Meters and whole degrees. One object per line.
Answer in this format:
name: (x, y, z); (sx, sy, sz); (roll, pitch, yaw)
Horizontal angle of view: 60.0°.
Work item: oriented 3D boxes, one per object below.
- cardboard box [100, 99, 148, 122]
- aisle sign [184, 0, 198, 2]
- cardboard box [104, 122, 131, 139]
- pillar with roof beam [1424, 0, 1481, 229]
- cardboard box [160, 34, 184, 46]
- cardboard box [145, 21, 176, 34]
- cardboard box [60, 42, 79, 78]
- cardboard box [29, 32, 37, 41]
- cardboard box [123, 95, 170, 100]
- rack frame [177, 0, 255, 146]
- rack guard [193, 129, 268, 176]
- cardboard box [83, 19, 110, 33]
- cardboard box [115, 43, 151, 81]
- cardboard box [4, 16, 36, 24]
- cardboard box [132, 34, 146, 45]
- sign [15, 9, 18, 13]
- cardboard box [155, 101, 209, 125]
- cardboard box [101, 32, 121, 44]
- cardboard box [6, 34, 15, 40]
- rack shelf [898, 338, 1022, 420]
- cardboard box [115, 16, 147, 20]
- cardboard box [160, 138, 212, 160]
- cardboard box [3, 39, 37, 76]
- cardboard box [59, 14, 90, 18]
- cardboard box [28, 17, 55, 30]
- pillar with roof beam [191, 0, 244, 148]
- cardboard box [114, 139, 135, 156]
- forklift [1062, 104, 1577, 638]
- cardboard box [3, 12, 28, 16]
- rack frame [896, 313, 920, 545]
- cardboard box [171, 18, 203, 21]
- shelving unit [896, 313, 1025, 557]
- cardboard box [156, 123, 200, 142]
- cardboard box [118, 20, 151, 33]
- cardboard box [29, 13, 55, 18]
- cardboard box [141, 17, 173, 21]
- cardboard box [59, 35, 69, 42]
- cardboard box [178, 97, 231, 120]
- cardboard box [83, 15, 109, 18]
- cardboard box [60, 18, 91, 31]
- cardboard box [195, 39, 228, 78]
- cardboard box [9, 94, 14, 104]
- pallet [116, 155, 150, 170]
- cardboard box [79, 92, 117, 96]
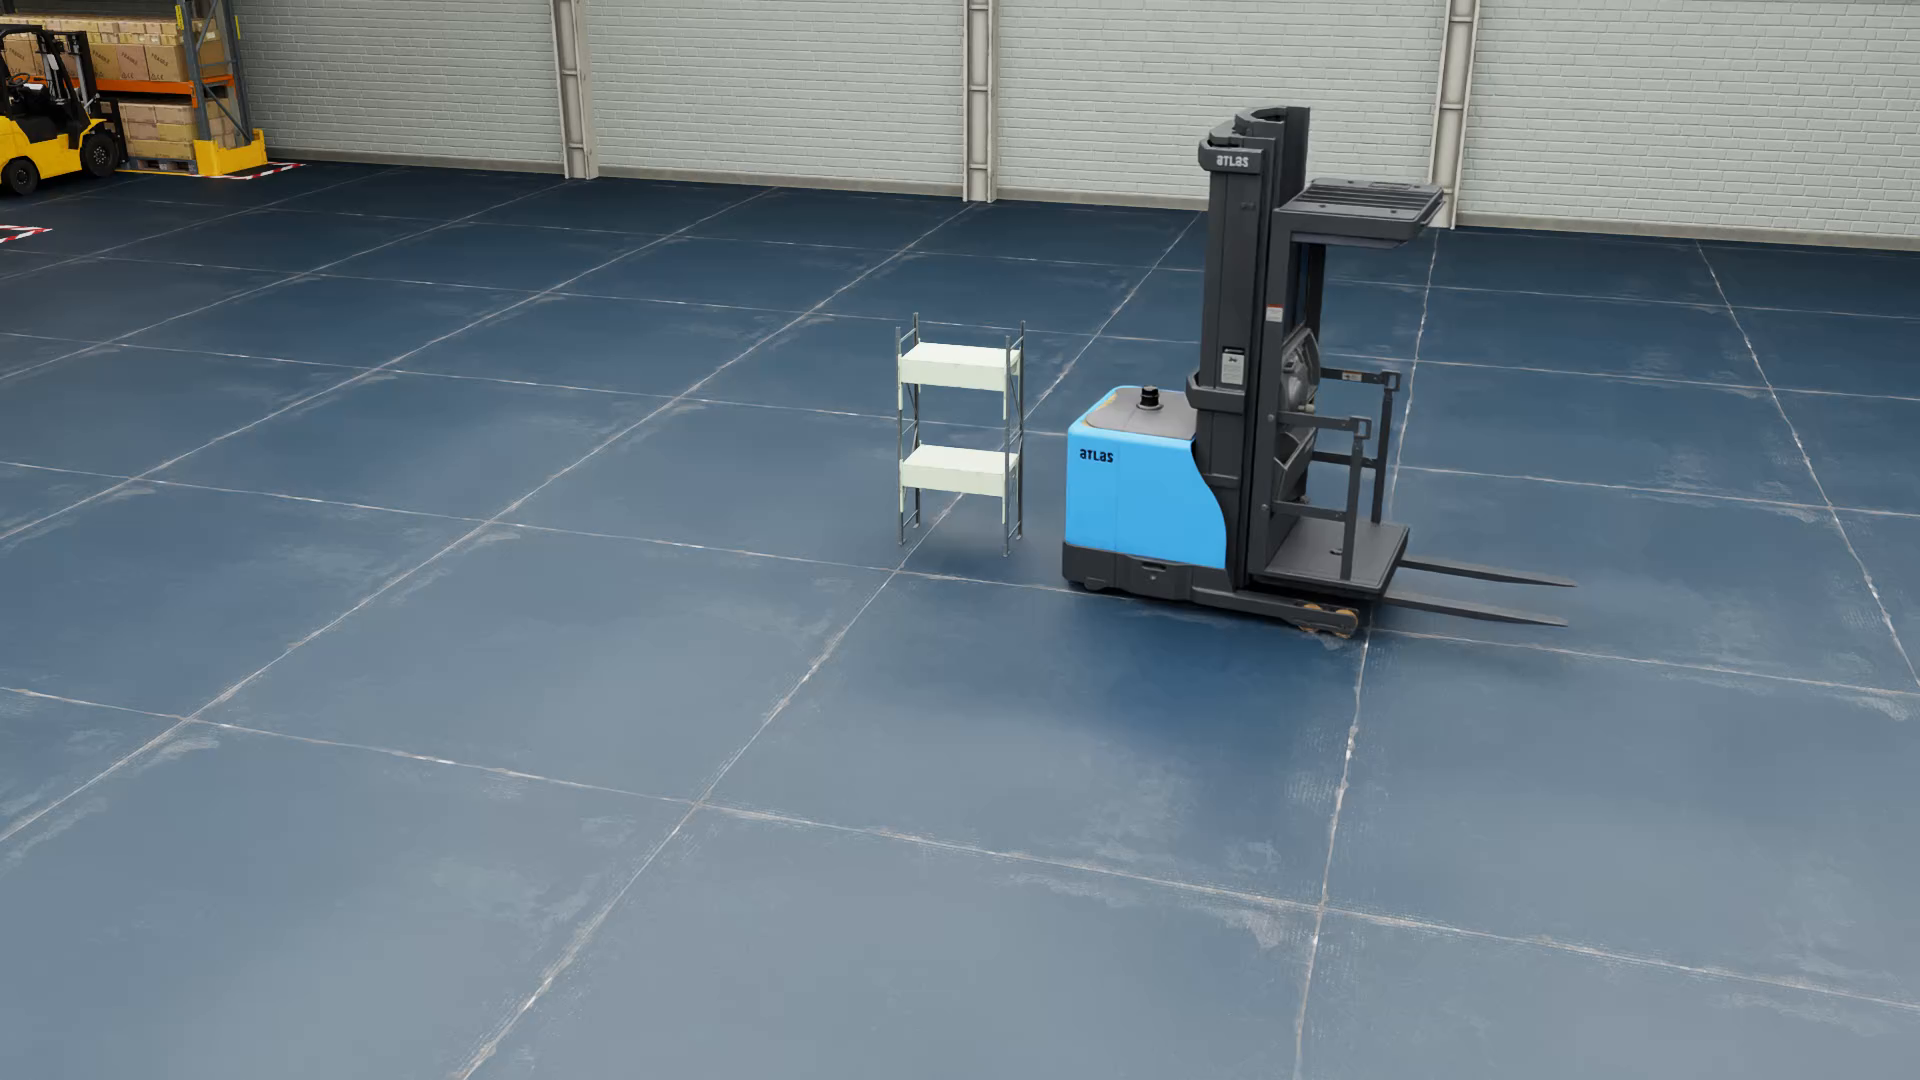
cardboard box: (-12.319, -6.330, 24.502); (0.500, 0.250, 0.500); (7, 23, 16)
aisle sign: (-10.833, -7.992, 23.375); (0.004, 0.787, 0.394); (7, 23, 16)
cardboard box: (-12.345, -6.104, 24.609); (0.500, 0.250, 0.500); (6, 23, 14)
pillar with roof beam: (4.772, -6.545, 15.368); (0.400, 9.000, 9.100); (7, 23, 16)
cardboard box: (-11.224, -7.185, 23.848); (0.250, 0.149, 0.380); (7, 23, 16)
cardboard box: (-11.460, -7.365, 23.895); (0.250, 0.149, 0.380); (7, 23, 16)
cardboard box: (-12.827, -7.075, 24.434); (0.500, 0.500, 0.500); (7, 23, 16)
cardboard box: (-13.440, -7.428, 24.439); (0.250, 0.149, 0.380); (6, 23, 15)
cardboard box: (-12.172, -6.521, 24.968); (0.500, 0.250, 0.500); (6, 23, 15)
rack frame: (-10.811, -6.903, 24.146); (0.127, 3.000, 1.000); (7, 23, 16)
rack guard: (-10.788, -5.744, 24.614); (0.348, 0.500, 1.175); (7, 23, 16)
cardboard box: (-12.466, -7.453, 24.109); (0.250, 0.149, 0.380); (7, 23, 17)
cardboard box: (-11.852, -6.968, 24.173); (0.500, 0.500, 0.500); (7, 23, 17)
cardboard box: (-13.898, -7.662, 24.618); (0.250, 0.149, 0.380); (6, 23, 15)
cardboard box: (-11.708, -7.253, 24.014); (0.250, 0.149, 0.380); (7, 23, 17)
sign: (-14.482, -7.980, 25.527); (0.005, 0.325, 0.100); (7, 23, 16)
cardboard box: (-11.342, -6.225, 24.245); (0.500, 0.250, 0.500); (7, 23, 17)
cardboard box: (-12.211, -7.297, 24.120); (0.250, 0.149, 0.380); (6, 23, 14)
cardboard box: (-13.906, -7.511, 24.642); (0.250, 0.149, 0.380); (6, 23, 15)
rack shelf: (0.006, -1.054, 10.836); (0.720, 0.370, 0.431); (7, 23, 16)
cardboard box: (-12.283, -7.683, 24.669); (0.250, 0.149, 0.380); (6, 23, 14)
cardboard box: (-11.352, -5.762, 24.434); (0.500, 0.250, 0.500); (7, 23, 16)
cardboard box: (-13.788, -7.193, 24.721); (0.500, 0.500, 0.500); (7, 23, 16)
cardboard box: (-13.262, -7.793, 24.937); (0.250, 0.149, 0.380); (6, 23, 15)
cardboard box: (-13.425, -7.578, 24.413); (0.250, 0.149, 0.380); (6, 23, 15)
pillar with roof beam: (-12.461, -8.518, 20.178); (0.400, 9.000, 9.100); (7, 23, 16)
cardboard box: (-12.302, -5.878, 24.717); (0.500, 0.250, 0.500); (7, 23, 16)
forklift: (2.212, -1.005, 9.858); (3.031, 2.935, 1.130); (9, 24, 21)
cardboard box: (-14.248, -7.900, 25.199); (0.250, 0.149, 0.380); (7, 23, 16)
rack frame: (-0.344, -0.733, 11.081); (0.023, 1.500, 0.400); (7, 23, 16)
cardboard box: (-11.307, -7.553, 24.353); (0.250, 0.149, 0.380); (7, 23, 17)
shelving unit: (0.006, -0.693, 10.984); (0.755, 1.500, 0.431); (7, 23, 16)
cardboard box: (-11.367, -5.996, 24.346); (0.500, 0.250, 0.500); (6, 23, 15)
cardboard box: (-11.935, -7.438, 24.073); (0.250, 0.149, 0.380); (7, 23, 16)
cardboard box: (-13.762, -7.833, 25.036); (0.250, 0.149, 0.380); (6, 23, 15)
cardboard box: (-11.801, -7.599, 24.463); (0.250, 0.149, 0.380); (7, 23, 16)
cardboard box: (-12.937, -7.380, 24.324); (0.250, 0.149, 0.380); (6, 23, 14)
cardboard box: (-11.217, -6.409, 24.694); (0.500, 0.250, 0.500); (6, 23, 15)
cardboard box: (-12.797, -7.709, 24.732); (0.250, 0.149, 0.380); (7, 23, 17)
cardboard box: (-12.921, -7.549, 24.343); (0.250, 0.149, 0.380); (7, 23, 16)
cardboard box: (-11.205, -7.104, 24.505); (0.500, 0.500, 0.500); (7, 23, 17)
cardboard box: (-14.268, -6.559, 25.060); (0.500, 0.250, 0.500); (6, 23, 15)
pallet: (-12.720, -5.816, 25.170); (1.213, 0.211, 1.003); (7, 23, 15)
cardboard box: (-13.144, -6.632, 25.238); (0.500, 0.250, 0.500); (7, 23, 16)
